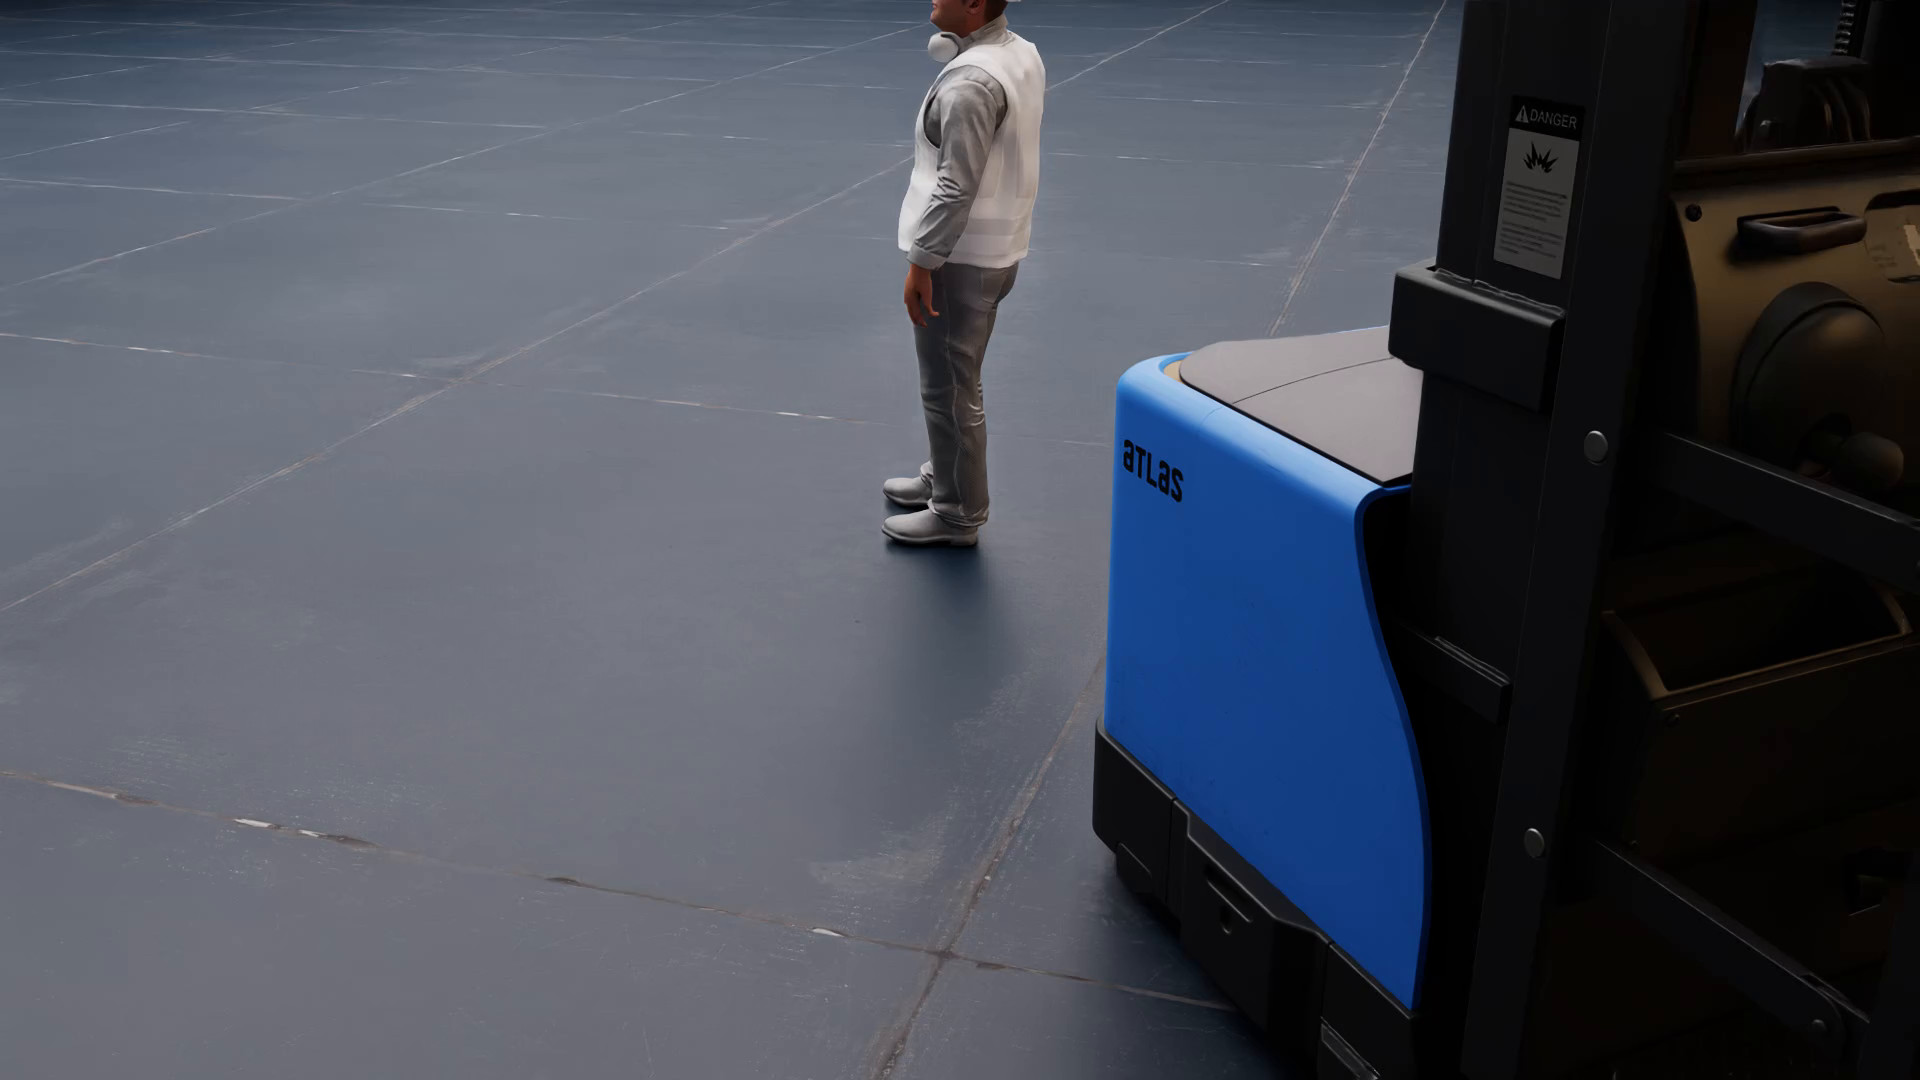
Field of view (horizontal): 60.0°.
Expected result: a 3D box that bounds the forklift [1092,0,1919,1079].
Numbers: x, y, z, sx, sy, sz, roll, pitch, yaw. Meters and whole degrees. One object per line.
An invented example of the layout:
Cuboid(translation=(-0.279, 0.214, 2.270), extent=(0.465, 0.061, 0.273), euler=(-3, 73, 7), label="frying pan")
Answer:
Cuboid(translation=(1.344, -0.266, 1.924), extent=(1.130, 2.935, 3.031), euler=(-10, 24, -22), label="forklift")

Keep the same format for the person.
Cuboid(translation=(-0.058, -0.837, 4.803), extent=(0.566, 1.775, 0.634), euler=(7, 23, 16), label="person")
